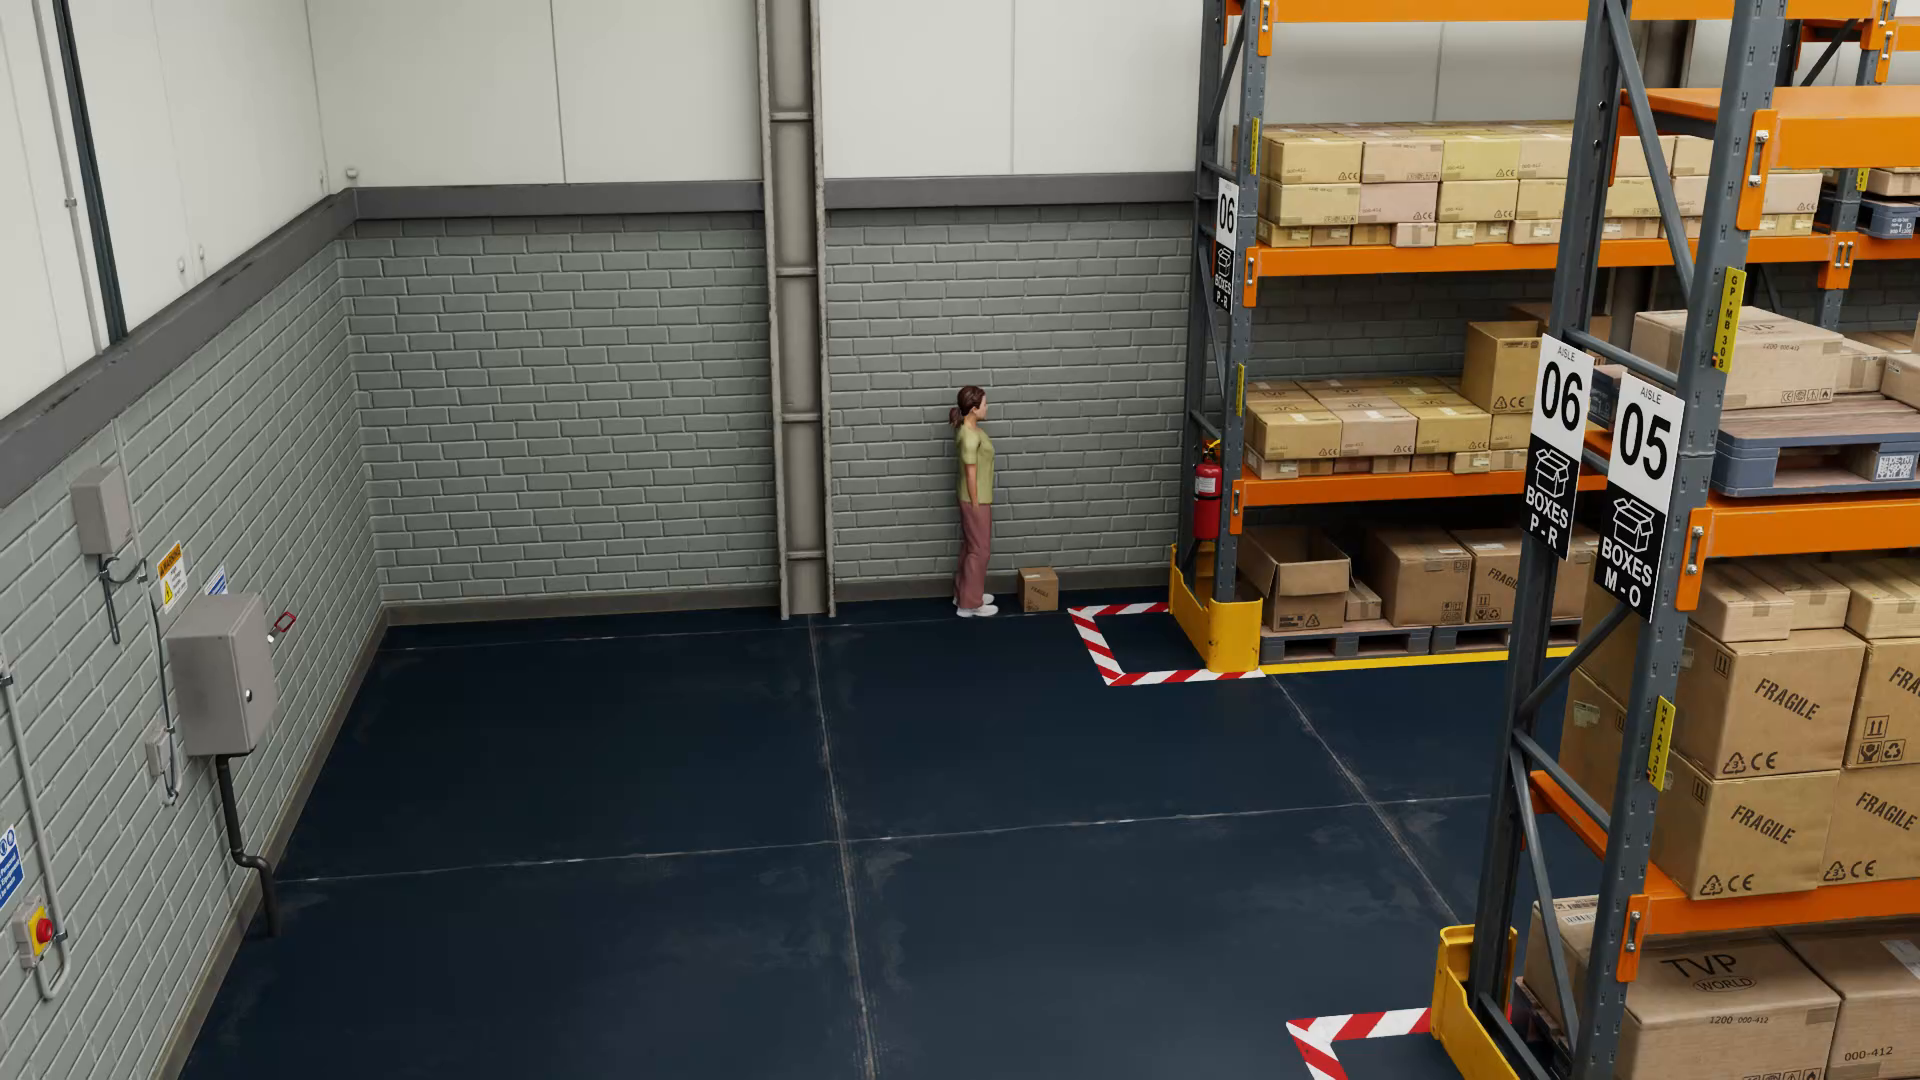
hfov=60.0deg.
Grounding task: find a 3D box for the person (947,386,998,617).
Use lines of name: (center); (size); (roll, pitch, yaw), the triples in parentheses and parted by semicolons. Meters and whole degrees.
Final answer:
person: (0.087, -0.286, 11.870); (0.358, 1.669, 0.440); (-2, 20, -6)
